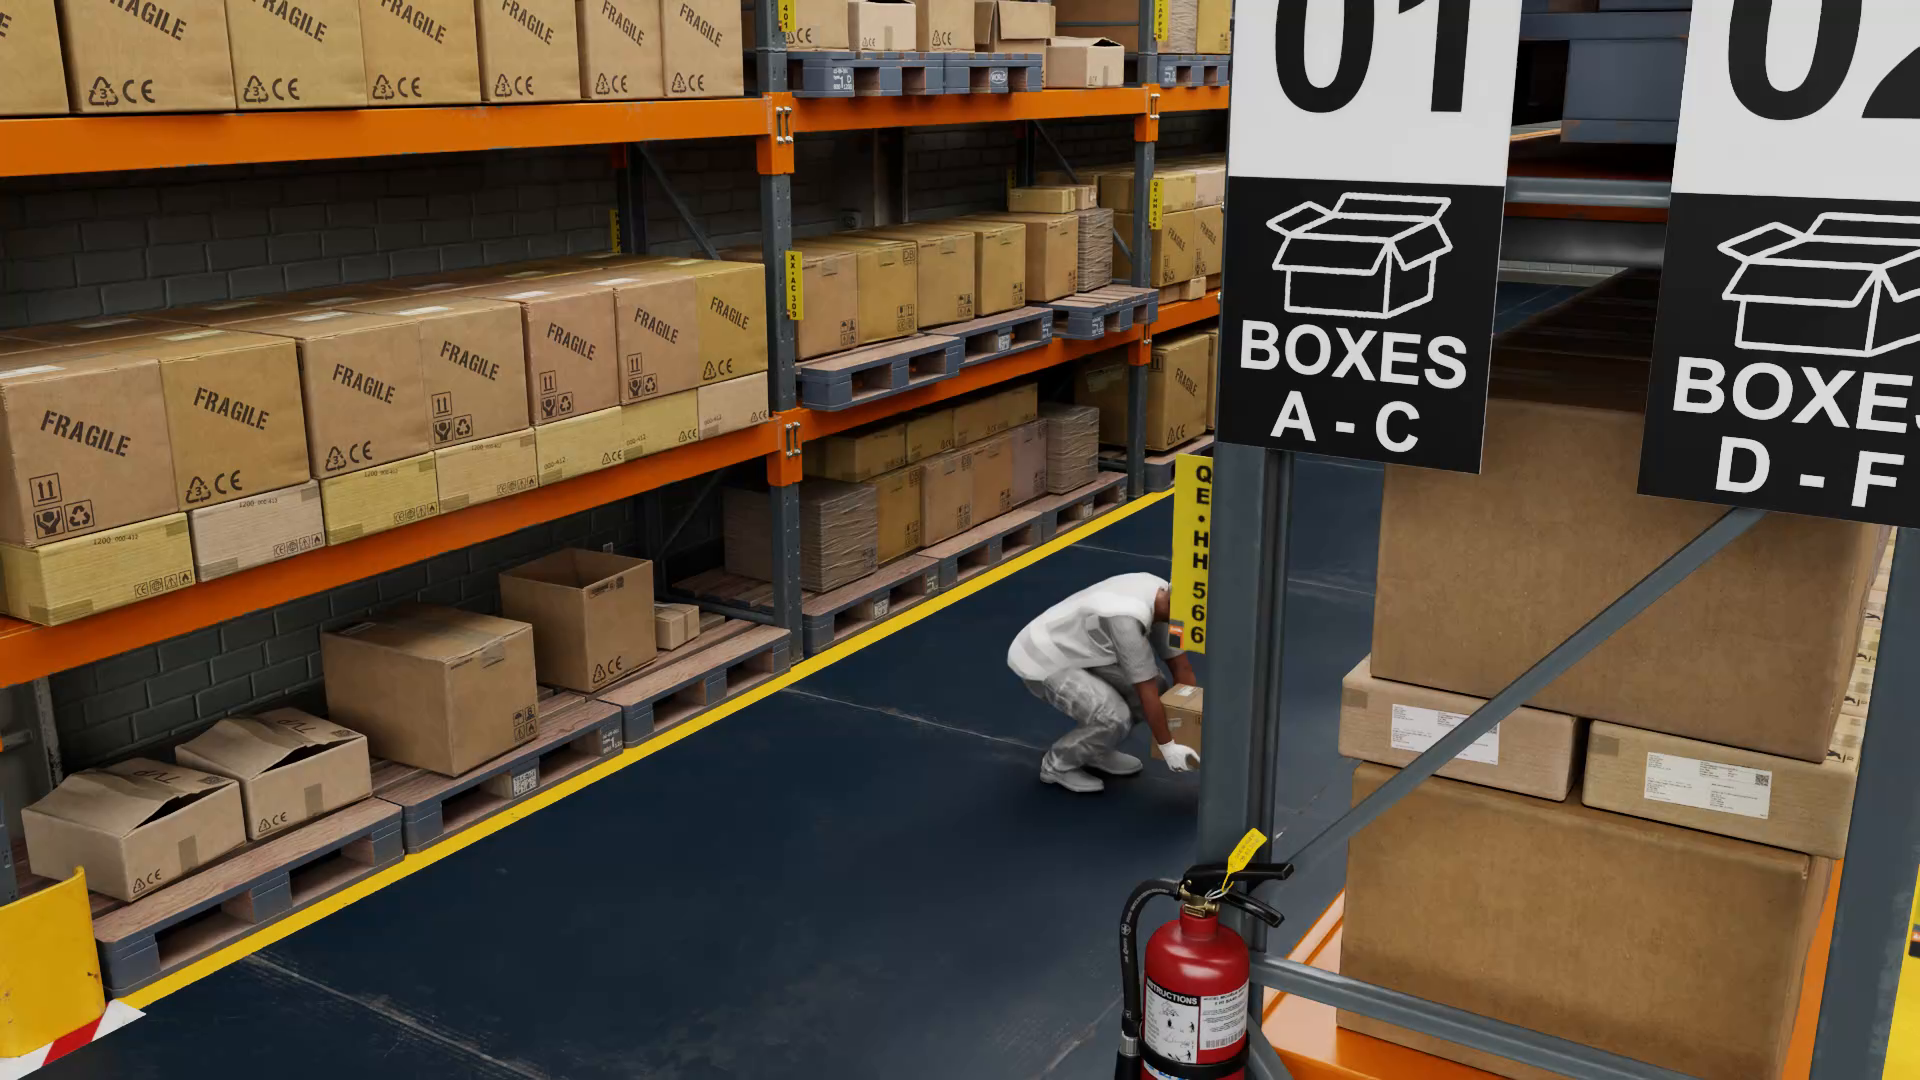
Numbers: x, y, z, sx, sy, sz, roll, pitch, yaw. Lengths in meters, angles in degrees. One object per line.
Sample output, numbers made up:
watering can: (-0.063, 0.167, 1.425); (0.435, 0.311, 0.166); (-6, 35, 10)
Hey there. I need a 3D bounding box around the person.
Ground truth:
person: (0.672, 0.551, 7.005); (0.924, 1.002, 0.554); (9, 18, 29)
